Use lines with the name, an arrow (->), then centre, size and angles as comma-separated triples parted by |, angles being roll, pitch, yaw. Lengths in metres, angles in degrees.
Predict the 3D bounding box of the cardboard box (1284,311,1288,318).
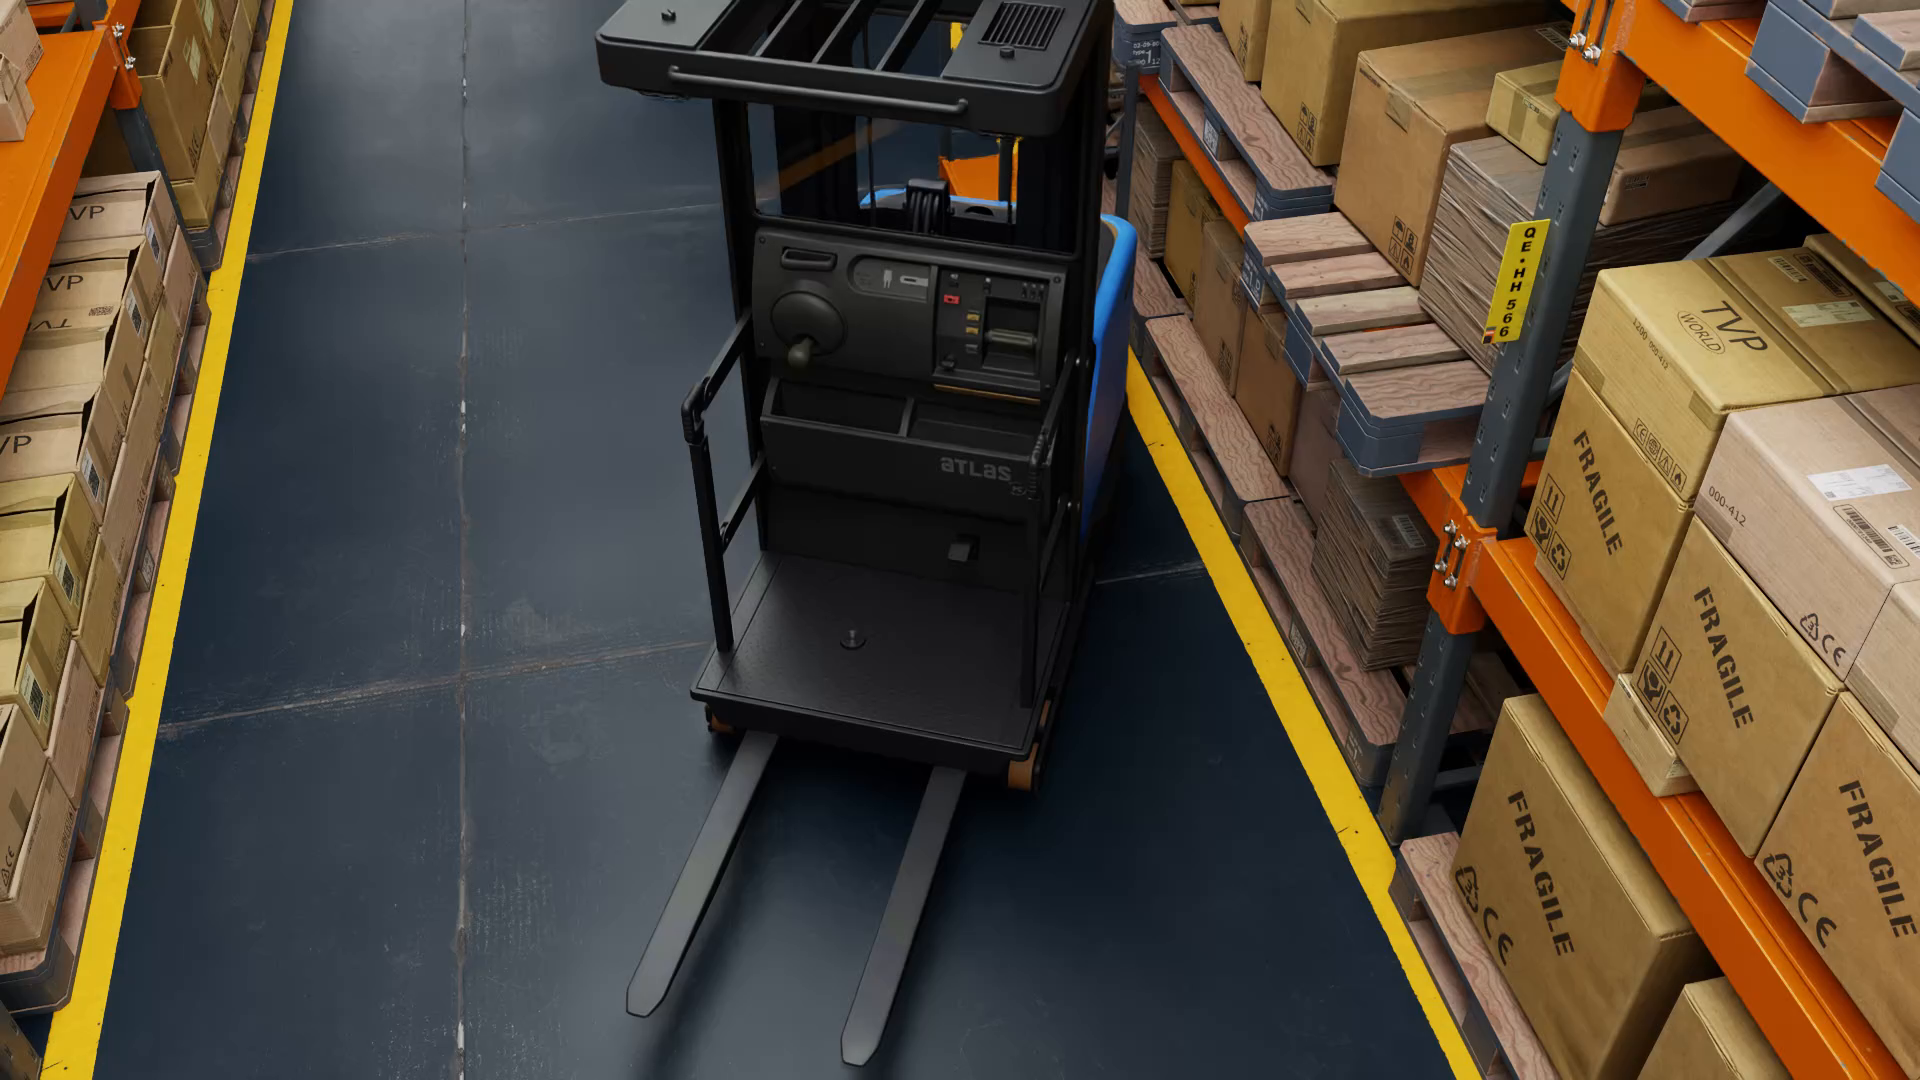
cardboard box -> 1.431, -0.955, 6.053 | 0.500, 0.250, 0.500 | -9, 42, -9

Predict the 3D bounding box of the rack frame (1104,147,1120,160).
rack frame -> 0.952, -2.867, 7.221 | 1.000, 3.000, 0.127 | -8, 42, -9

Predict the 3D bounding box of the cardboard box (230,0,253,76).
cardboard box -> -4.008, -2.601, 8.675 | 0.500, 0.250, 0.500 | -8, 42, -9

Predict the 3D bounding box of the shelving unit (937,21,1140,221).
shelving unit -> 0.276, -1.418, 6.717 | 0.587, 1.500, 1.083 | -9, 42, -10

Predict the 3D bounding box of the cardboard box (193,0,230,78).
cardboard box -> -3.894, -2.558, 8.062 | 0.500, 0.500, 0.500 | -8, 42, -9

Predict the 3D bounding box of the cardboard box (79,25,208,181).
cardboard box -> -3.678, -1.910, 7.332 | 0.500, 0.500, 0.500 | -8, 42, -9

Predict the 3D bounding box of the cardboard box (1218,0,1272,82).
cardboard box -> 1.315, -1.949, 5.779 | 0.700, 0.500, 0.500 | -3, 42, -3

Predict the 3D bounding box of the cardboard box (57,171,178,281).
cardboard box -> -3.517, -1.272, 6.756 | 0.500, 0.311, 0.500 | -8, 42, -9

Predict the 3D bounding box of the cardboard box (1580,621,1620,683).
cardboard box -> 1.706, 0.223, 3.913 | 0.380, 0.149, 0.250 | -8, 42, -9

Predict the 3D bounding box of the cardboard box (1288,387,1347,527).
cardboard box -> 1.611, -0.314, 5.896 | 0.700, 0.500, 0.500 | -8, 42, -9

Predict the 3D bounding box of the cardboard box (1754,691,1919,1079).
cardboard box -> 1.880, 0.584, 3.019 | 0.500, 0.500, 0.500 | -9, 42, -9

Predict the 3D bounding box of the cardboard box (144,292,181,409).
cardboard box -> -3.404, -0.728, 6.566 | 0.500, 0.250, 0.500 | -9, 42, -10

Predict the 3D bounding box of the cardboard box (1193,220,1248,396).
cardboard box -> 1.358, -0.958, 6.621 | 0.700, 0.500, 0.500 | -8, 42, -9

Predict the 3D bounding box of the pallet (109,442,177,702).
pallet -> -3.420, 0.152, 5.920 | 1.003, 0.211, 1.213 | -8, 42, -9

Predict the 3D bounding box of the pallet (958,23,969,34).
pallet -> 0.506, -3.047, 9.524 | 1.003, 0.211, 1.213 | -8, 42, -9

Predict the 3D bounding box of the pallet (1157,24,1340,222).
pallet -> 1.348, -1.480, 5.802 | 1.003, 0.211, 1.213 | -8, 42, -9

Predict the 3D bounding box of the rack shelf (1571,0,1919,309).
rack shelf -> 2.247, 0.169, 2.082 | 1.077, 0.370, 4.000 | -8, 42, -9

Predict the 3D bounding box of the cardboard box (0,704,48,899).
cardboard box -> -2.847, 0.718, 4.514 | 0.500, 0.311, 0.500 | -7, 42, -8

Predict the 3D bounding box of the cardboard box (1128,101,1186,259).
cardboard box -> 1.127, -1.622, 7.370 | 0.700, 0.500, 0.500 | -7, 42, -8

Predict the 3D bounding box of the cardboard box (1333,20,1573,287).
cardboard box -> 1.557, -1.138, 4.866 | 0.700, 0.500, 0.500 | -12, 43, -13

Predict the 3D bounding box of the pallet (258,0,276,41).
pallet -> -4.542, -3.215, 9.713 | 1.003, 0.211, 1.213 | -8, 42, -9

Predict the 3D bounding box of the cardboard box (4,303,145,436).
cardboard box -> -3.293, -0.612, 6.012 | 0.500, 0.311, 0.500 | -8, 42, -9

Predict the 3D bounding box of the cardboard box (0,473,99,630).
cardboard box -> -3.076, 0.048, 5.269 | 0.500, 0.311, 0.500 | -9, 42, -10

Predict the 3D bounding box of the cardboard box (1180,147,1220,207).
cardboard box -> 1.226, -1.618, 6.800 | 0.500, 0.250, 0.500 | -9, 42, -10

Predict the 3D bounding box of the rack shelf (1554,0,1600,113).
rack shelf -> 1.384, -2.424, 5.003 | 1.077, 0.370, 4.000 | -8, 42, -9

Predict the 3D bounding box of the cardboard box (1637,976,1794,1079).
cardboard box -> 2.029, 1.437, 3.675 | 0.750, 0.750, 0.750 | -9, 42, -9

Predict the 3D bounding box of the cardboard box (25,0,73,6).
cardboard box -> -3.986, -2.479, 6.708 | 0.700, 0.500, 0.500 | -9, 42, -10

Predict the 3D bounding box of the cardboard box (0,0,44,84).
cardboard box -> -3.735, -1.786, 6.116 | 0.500, 0.250, 0.500 | -6, 42, -7

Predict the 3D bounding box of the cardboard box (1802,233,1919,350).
cardboard box -> 2.166, -0.454, 3.623 | 0.500, 0.250, 0.500 | -7, 42, -8

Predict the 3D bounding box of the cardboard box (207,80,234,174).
cardboard box -> -3.791, -1.953, 7.945 | 0.500, 0.250, 0.500 | -8, 42, -9

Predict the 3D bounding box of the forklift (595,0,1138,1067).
forklift -> -0.208, -0.577, 4.692 | 1.130, 2.935, 3.031 | 9, 42, 10

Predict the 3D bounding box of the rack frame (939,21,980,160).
rack frame -> 0.160, -1.753, 7.094 | 0.500, 1.500, 0.032 | -9, 42, -10

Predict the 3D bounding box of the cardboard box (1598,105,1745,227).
cardboard box -> 1.712, -0.938, 4.152 | 0.380, 0.149, 0.250 | -14, 43, -15

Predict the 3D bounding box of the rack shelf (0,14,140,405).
rack shelf -> -3.452, -0.590, 5.197 | 1.077, 0.370, 4.000 | -8, 42, -9

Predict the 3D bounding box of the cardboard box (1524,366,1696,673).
cardboard box -> 1.670, -0.079, 3.765 | 0.500, 0.500, 0.500 | -7, 42, -8

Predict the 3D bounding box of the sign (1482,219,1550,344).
sign -> 1.288, -0.594, 3.847 | 0.100, 0.325, 0.005 | -8, 42, -9

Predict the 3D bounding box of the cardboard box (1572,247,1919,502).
cardboard box -> 1.668, -0.361, 3.518 | 0.500, 0.250, 0.500 | -7, 42, -8

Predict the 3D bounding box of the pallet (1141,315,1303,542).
pallet -> 1.388, -0.528, 6.685 | 1.003, 0.211, 1.213 | -8, 42, -9

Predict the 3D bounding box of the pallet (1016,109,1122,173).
pallet -> 0.773, -2.255, 8.631 | 1.003, 0.211, 1.213 | -8, 42, -9

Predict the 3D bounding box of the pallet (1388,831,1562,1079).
pallet -> 1.912, 1.290, 4.637 | 1.003, 0.211, 1.213 | -8, 42, -9

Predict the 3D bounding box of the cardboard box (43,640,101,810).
cardboard box -> -2.956, 0.602, 5.067 | 0.500, 0.250, 0.500 | -9, 42, -10

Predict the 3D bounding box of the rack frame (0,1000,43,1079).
rack frame -> -3.021, 0.438, 3.497 | 1.000, 3.000, 0.127 | -8, 42, -9

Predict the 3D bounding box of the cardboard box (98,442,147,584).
cardboard box -> -3.185, -0.067, 5.821 | 0.500, 0.250, 0.500 | -8, 42, -8

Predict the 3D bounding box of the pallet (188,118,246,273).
pallet -> -4.015, -1.634, 7.931 | 1.003, 0.211, 1.213 | -8, 42, -9
